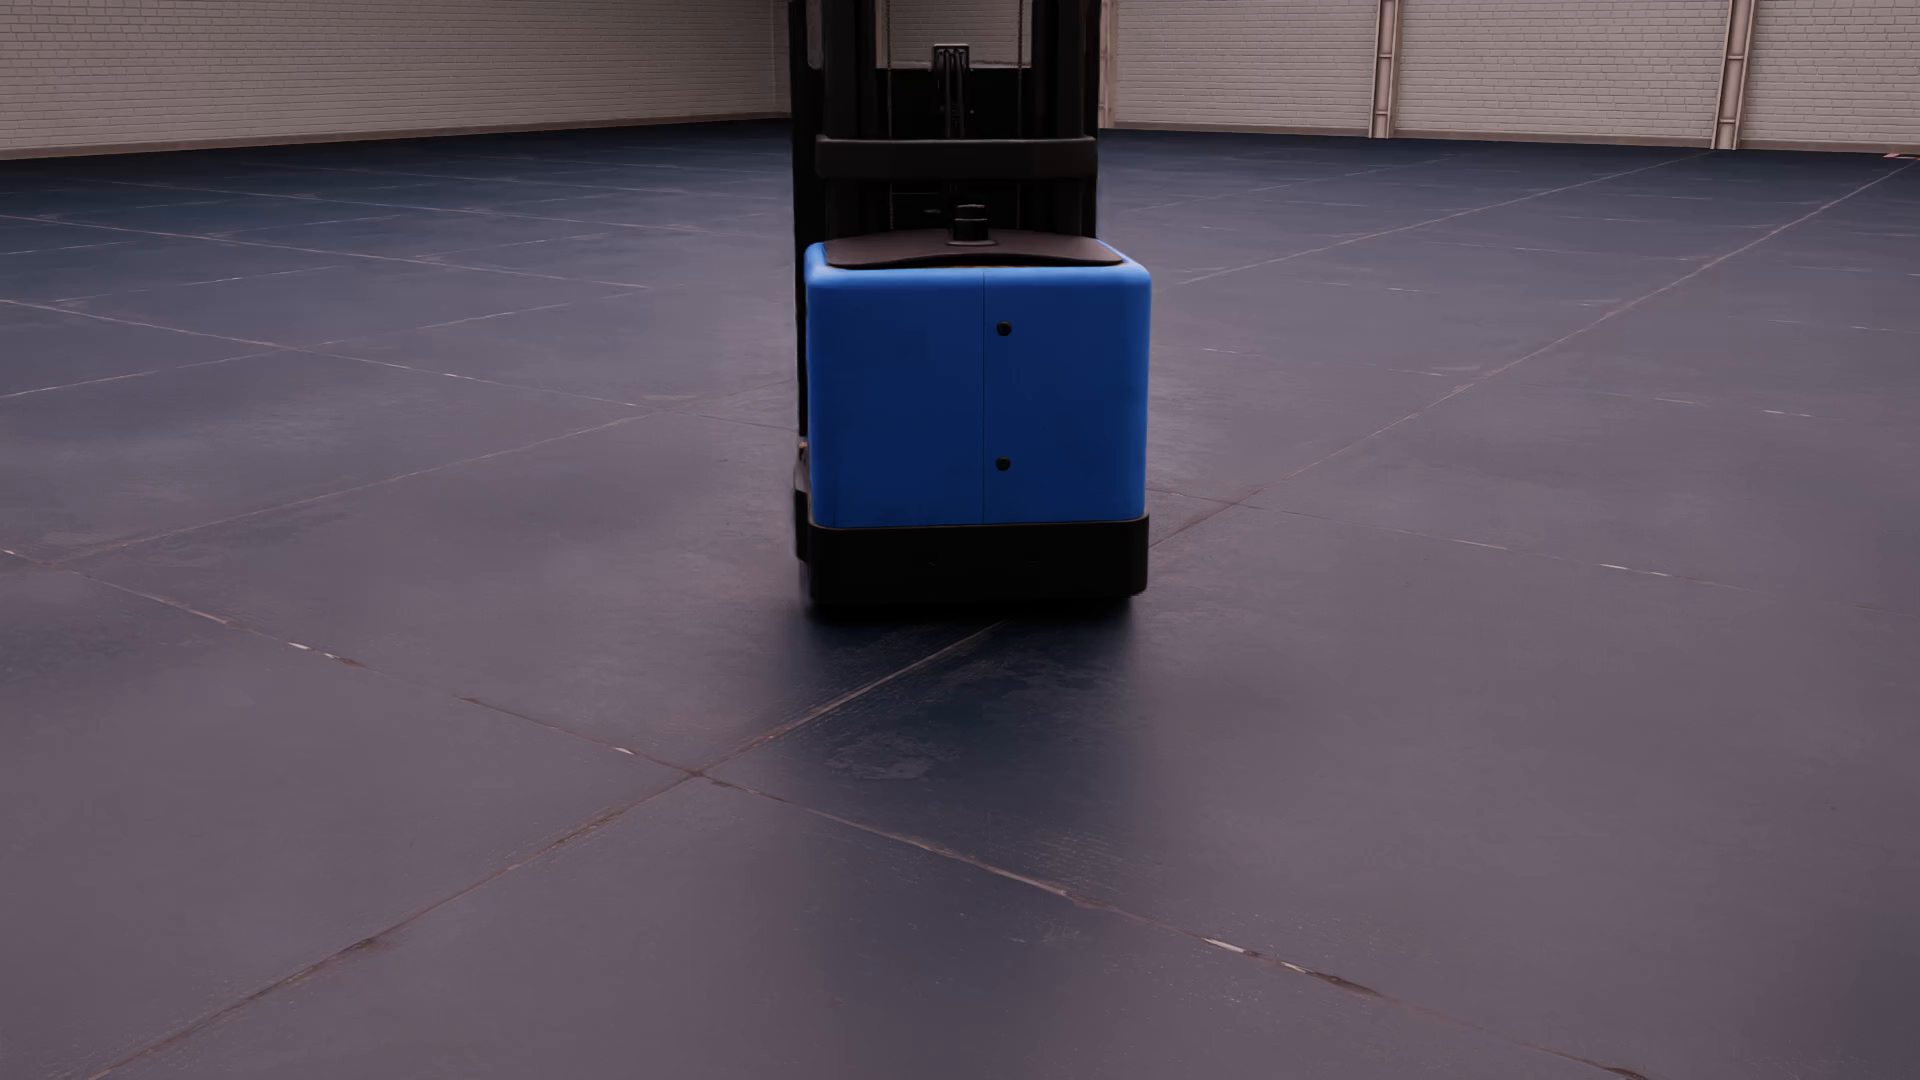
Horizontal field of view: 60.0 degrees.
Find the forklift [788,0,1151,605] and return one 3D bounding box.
[{"bbox_3d":[-0.080,-1.581,6.119,1.130,2.935,3.031,-2,17,-6],"label":"forklift"}]
